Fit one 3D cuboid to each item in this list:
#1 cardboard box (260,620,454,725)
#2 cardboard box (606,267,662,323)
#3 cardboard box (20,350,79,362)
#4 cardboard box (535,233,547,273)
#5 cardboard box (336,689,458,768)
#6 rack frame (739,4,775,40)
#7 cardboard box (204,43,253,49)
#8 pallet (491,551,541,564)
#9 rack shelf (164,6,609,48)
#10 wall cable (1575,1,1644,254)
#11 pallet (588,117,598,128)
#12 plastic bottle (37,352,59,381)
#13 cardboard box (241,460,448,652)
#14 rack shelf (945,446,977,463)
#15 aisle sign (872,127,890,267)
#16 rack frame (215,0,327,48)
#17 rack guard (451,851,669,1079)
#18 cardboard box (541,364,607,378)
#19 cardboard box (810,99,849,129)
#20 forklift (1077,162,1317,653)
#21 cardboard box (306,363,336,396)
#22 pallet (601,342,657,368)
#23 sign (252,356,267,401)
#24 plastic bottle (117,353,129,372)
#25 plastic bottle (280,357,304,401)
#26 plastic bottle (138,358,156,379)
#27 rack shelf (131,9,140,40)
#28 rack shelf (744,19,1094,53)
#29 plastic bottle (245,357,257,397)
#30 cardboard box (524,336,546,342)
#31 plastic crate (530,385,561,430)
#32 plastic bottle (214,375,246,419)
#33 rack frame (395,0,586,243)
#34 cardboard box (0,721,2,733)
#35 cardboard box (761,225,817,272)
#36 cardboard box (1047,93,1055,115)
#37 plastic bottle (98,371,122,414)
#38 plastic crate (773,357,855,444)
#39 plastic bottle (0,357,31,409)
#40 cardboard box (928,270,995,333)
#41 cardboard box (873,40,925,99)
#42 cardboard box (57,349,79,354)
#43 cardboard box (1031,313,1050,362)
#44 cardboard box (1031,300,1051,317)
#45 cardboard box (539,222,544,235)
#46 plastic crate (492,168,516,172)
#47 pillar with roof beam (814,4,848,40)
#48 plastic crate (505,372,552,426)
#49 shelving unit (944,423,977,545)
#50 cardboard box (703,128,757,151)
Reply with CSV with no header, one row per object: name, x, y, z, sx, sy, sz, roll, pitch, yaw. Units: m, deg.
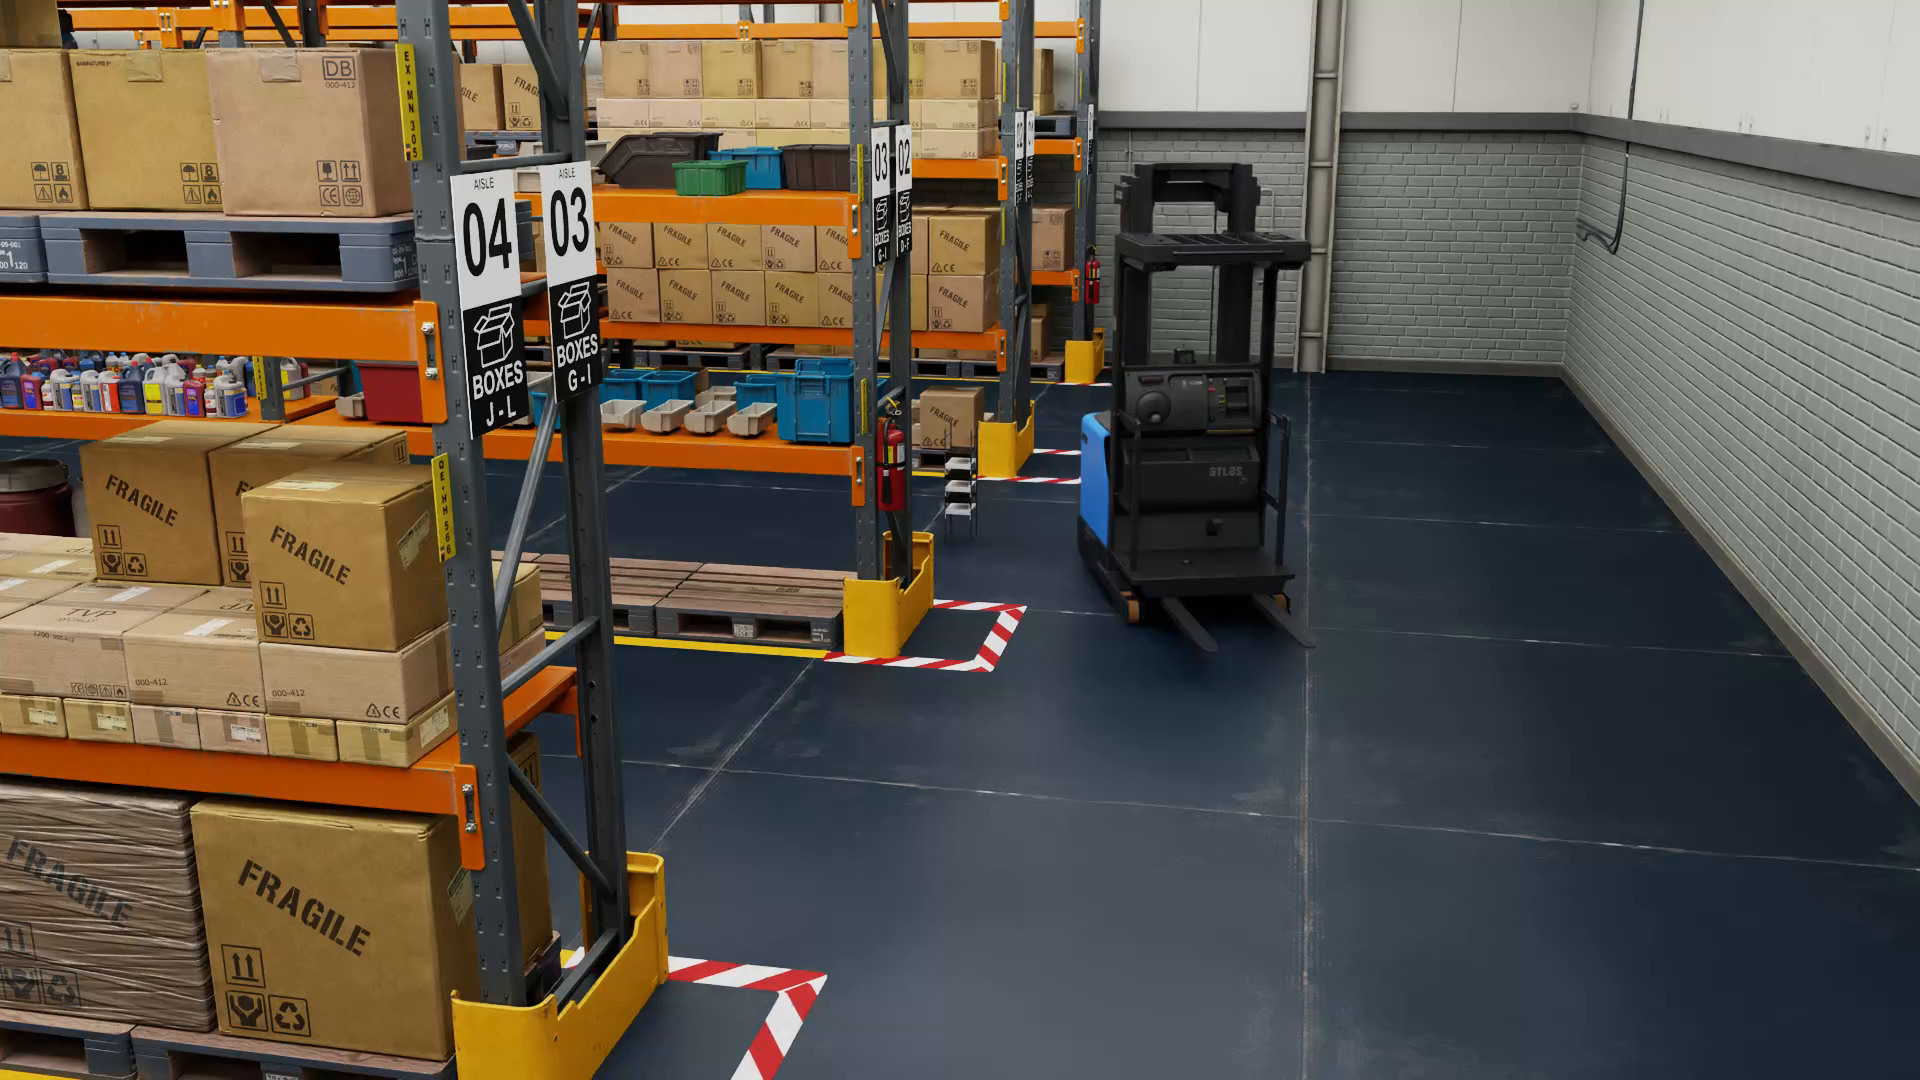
cardboard box,-1.993,0.404,5.638,0.500,0.250,0.500,3,16,10
cardboard box,-2.963,-2.322,15.570,0.500,0.500,0.500,4,16,13
cardboard box,-9.385,-1.777,17.102,0.500,0.311,0.500,4,16,13
cardboard box,-3.827,-2.707,16.171,0.500,0.500,0.700,-2,16,-8
cardboard box,-1.880,0.620,5.607,0.250,0.149,0.380,3,16,12
rack frame,-2.424,-6.560,19.817,0.127,3.000,1.000,3,16,11
cardboard box,-6.901,-4.536,16.070,0.500,0.500,0.500,3,16,11
pallet,-3.670,0.296,11.529,1.213,0.211,1.003,3,16,11
rack shelf,-5.368,-4.831,15.671,4.000,0.370,1.077,3,16,11
wall cable,6.967,-4.456,18.039,0.112,2.526,3.097,3,16,11
pallet,-4.606,-5.157,20.725,1.213,0.211,1.003,4,16,14
plastic bottle,-6.564,-1.215,11.979,0.133,0.283,0.061,3,16,11
cardboard box,-1.996,0.042,5.541,0.500,0.500,0.500,3,16,12
rack shelf,0.008,-0.661,12.807,0.200,0.077,0.258,3,16,11
aisle sign,-0.467,-2.037,9.856,0.004,0.787,0.394,3,16,11
rack frame,-4.398,-3.968,10.460,0.127,3.000,1.000,3,16,11
rack guard,-1.442,1.637,6.145,0.348,0.500,1.175,3,16,11
cardboard box,-3.833,-1.470,16.536,0.500,0.500,0.500,2,16,9
cardboard box,-1.021,-3.789,14.776,0.500,0.250,0.500,3,16,11
forklift,1.593,-0.953,10.943,1.130,2.935,3.031,-2,16,-7
cardboard box,-6.424,-1.467,16.529,0.500,0.500,0.500,3,16,9
pallet,-4.395,-2.411,21.299,1.213,0.211,1.003,3,16,11
sign,-4.510,-1.067,10.705,0.005,0.325,0.100,3,16,11
plastic bottle,-6.019,-1.214,11.998,0.097,0.271,0.097,0,15,0
plastic bottle,-4.718,-1.159,11.649,0.185,0.351,0.144,3,16,11
plastic bottle,-5.517,-1.064,11.307,0.185,0.351,0.144,3,16,11
rack shelf,-12.224,-6.744,21.833,4.000,0.370,1.077,3,16,11
rack shelf,-0.464,-5.914,19.582,4.000,0.370,1.077,3,16,11
plastic bottle,-5.016,-1.160,11.801,0.097,0.271,0.097,0,15,0
cardboard box,-5.650,-2.974,21.351,0.750,0.750,0.750,3,16,10
plastic crate,-2.542,-0.855,10.660,0.300,0.233,0.416,3,16,11
plastic bottle,-4.849,-0.954,11.048,0.135,0.276,0.152,3,16,11
rack frame,-1.466,-2.460,5.015,0.127,3.000,1.000,3,16,11
cardboard box,-3.378,0.538,5.900,0.250,0.149,0.380,3,16,12
cardboard box,-1.486,-2.722,15.139,0.500,0.500,0.500,4,16,13
cardboard box,0.829,-5.183,19.771,0.500,0.250,0.500,4,16,14
plastic bottle,-5.701,-1.000,11.215,0.135,0.276,0.152,3,16,11
plastic crate,-0.844,-0.879,10.368,0.499,0.435,0.616,3,16,11
plastic bottle,-6.444,-1.075,11.347,0.185,0.351,0.144,3,16,11
cardboard box,0.019,-2.161,14.986,0.500,0.500,0.500,4,16,13
cardboard box,-0.468,-4.207,14.882,0.500,0.500,0.700,3,16,11
cardboard box,-9.302,-1.918,17.612,0.500,0.311,0.500,3,16,10
cardboard box,0.790,-2.465,20.167,0.500,0.500,0.700,3,16,11
cardboard box,0.952,-2.823,20.245,0.250,0.149,0.380,3,16,11
cardboard box,-4.922,-3.933,20.789,0.500,0.500,0.500,3,16,11
plastic crate,-3.076,-2.427,11.011,0.466,0.136,0.293,3,16,11
pillar with roof beam,-2.424,-5.623,16.433,0.400,9.000,9.100,3,16,11
plastic crate,-2.939,-0.919,10.802,0.530,0.282,0.437,3,16,11
shelving unit,0.008,-0.433,12.870,0.210,0.900,0.258,3,16,11
cardboard box,-2.002,-3.601,15.034,0.500,0.250,0.500,3,16,11
